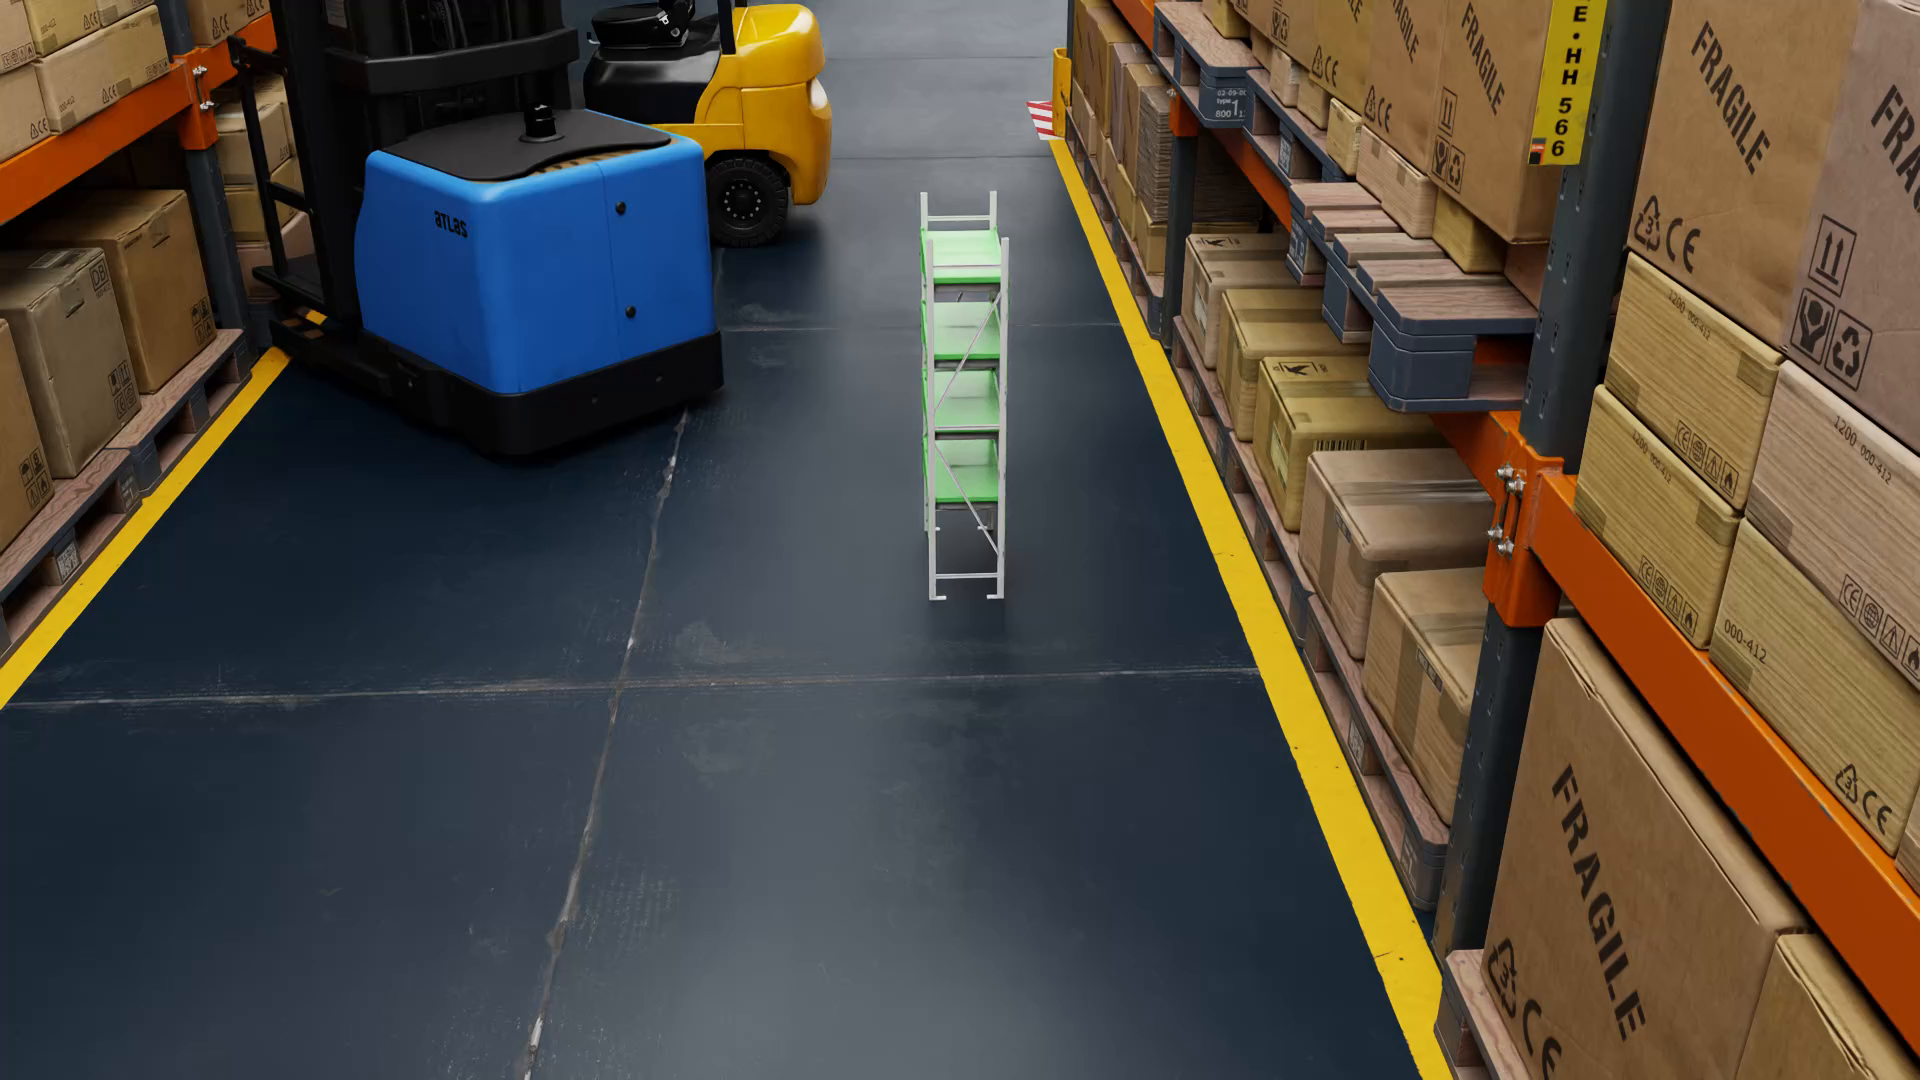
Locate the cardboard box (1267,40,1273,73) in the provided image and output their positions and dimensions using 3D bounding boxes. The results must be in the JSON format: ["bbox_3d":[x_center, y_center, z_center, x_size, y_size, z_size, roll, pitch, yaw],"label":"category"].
[{"bbox_3d":[1.192,-1.538,5.272,0.380,0.149,0.250,-1,28,-2],"label":"cardboard box"}]

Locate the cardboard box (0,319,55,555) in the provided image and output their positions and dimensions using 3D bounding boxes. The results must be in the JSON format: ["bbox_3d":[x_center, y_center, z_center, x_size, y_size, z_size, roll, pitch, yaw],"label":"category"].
[{"bbox_3d":[-3.444,-0.270,5.137,0.875,0.625,0.625,-2,28,-5],"label":"cardboard box"}]

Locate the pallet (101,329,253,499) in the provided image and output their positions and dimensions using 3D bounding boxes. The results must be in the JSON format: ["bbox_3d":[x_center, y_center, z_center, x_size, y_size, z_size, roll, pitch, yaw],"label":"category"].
[{"bbox_3d":[-3.479,-0.507,6.494,1.003,0.211,1.213,-1,28,-3],"label":"pallet"}]

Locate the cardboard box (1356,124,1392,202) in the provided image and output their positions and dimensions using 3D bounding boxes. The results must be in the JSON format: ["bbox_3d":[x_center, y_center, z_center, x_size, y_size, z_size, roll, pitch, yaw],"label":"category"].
[{"bbox_3d":[1.208,-0.931,4.109,0.380,0.149,0.250,-3,28,-5],"label":"cardboard box"}]

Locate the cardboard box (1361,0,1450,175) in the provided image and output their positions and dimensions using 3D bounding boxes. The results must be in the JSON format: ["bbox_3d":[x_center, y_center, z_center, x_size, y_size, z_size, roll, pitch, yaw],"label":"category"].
[{"bbox_3d":[1.270,-1.161,3.849,0.500,0.500,0.500,-2,28,-3],"label":"cardboard box"}]

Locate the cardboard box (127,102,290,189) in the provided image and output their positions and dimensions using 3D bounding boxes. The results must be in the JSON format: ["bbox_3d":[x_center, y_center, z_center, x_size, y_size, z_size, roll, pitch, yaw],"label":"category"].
[{"bbox_3d":[-3.268,-1.724,7.250,0.500,0.250,0.500,-2,28,-3],"label":"cardboard box"}]

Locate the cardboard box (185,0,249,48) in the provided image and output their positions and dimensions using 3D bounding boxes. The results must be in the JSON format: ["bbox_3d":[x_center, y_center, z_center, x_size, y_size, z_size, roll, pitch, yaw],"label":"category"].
[{"bbox_3d":[-3.319,-2.338,6.881,0.500,0.500,0.500,-2,28,-4],"label":"cardboard box"}]

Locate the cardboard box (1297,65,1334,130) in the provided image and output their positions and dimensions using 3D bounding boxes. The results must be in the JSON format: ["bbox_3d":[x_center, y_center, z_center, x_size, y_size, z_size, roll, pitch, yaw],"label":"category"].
[{"bbox_3d":[1.197,-1.291,4.799,0.380,0.149,0.250,-2,28,-4],"label":"cardboard box"}]

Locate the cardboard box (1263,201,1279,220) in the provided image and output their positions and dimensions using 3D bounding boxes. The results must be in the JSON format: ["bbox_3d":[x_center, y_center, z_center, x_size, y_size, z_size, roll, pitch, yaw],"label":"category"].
[{"bbox_3d":[1.639,-1.783,7.633,0.500,0.500,0.500,0,28,0],"label":"cardboard box"}]

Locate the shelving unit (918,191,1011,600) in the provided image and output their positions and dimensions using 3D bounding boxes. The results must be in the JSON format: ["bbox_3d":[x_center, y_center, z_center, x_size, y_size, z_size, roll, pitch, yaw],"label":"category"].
[{"bbox_3d":[0.009,-0.456,5.326,0.258,1.200,0.503,-1,28,-3],"label":"shelving unit"}]

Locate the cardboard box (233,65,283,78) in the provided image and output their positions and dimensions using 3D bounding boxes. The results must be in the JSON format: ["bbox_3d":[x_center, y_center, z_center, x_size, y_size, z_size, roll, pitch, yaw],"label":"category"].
[{"bbox_3d":[-3.322,-2.190,8.143,0.500,0.250,0.500,0,28,-1],"label":"cardboard box"}]

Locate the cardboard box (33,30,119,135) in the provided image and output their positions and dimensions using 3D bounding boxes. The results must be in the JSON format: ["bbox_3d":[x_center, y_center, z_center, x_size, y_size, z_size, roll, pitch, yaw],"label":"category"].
[{"bbox_3d":[-3.237,-1.558,5.655,0.500,0.250,0.500,-2,28,-3],"label":"cardboard box"}]

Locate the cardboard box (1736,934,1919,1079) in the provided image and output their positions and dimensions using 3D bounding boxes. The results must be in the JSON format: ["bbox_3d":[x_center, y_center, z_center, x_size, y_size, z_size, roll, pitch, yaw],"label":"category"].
[{"bbox_3d":[1.605,1.132,2.180,0.875,0.875,0.875,-1,28,-2],"label":"cardboard box"}]

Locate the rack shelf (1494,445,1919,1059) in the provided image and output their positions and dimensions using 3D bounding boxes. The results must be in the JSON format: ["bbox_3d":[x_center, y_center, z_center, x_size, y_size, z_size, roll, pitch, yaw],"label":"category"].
[{"bbox_3d":[1.714,0.886,1.586,1.077,0.370,4.000,-1,28,-3],"label":"rack shelf"}]

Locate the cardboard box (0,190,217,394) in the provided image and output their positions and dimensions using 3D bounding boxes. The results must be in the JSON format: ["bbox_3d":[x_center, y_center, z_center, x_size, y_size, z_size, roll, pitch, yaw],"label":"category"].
[{"bbox_3d":[-3.518,-0.975,6.490,0.875,0.625,0.625,0,28,0],"label":"cardboard box"}]

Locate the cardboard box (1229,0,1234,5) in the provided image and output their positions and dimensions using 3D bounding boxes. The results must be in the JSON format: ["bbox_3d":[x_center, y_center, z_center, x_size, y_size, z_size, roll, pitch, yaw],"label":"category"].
[{"bbox_3d":[1.165,-2.112,5.672,0.500,0.500,0.500,-1,28,-2],"label":"cardboard box"}]

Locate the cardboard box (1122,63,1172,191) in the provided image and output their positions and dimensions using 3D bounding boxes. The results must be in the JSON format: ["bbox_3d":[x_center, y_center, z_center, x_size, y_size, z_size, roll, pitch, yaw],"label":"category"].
[{"bbox_3d":[1.073,-2.005,8.060,0.500,0.500,0.500,-1,28,-2],"label":"cardboard box"}]

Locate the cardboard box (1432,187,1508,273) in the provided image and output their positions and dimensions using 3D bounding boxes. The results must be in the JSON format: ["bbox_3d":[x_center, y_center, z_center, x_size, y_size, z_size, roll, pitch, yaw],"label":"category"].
[{"bbox_3d":[1.271,-0.700,3.665,0.380,0.149,0.250,-1,28,-2],"label":"cardboard box"}]

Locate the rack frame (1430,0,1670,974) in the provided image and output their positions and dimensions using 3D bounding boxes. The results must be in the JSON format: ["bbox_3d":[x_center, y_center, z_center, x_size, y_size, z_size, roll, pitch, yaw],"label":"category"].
[{"bbox_3d":[1.609,-0.357,3.191,1.000,3.000,0.127,-1,28,-3],"label":"rack frame"}]

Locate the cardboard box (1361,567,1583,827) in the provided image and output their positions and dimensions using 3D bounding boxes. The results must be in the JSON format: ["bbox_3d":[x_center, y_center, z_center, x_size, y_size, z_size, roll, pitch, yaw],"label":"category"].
[{"bbox_3d":[1.590,0.361,4.202,0.950,0.372,0.625,-3,28,-6],"label":"cardboard box"}]

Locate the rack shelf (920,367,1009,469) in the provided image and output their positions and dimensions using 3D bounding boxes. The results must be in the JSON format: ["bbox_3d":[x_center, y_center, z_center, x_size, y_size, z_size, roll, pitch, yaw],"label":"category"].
[{"bbox_3d":[0.009,-0.399,5.356,0.258,0.148,0.480,-1,28,-3],"label":"rack shelf"}]

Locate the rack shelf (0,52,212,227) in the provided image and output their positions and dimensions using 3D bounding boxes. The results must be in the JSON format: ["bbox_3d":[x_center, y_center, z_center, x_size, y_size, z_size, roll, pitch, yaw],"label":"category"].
[{"bbox_3d":[-3.452,-0.840,4.895,1.077,0.370,4.000,-1,28,-3],"label":"rack shelf"}]

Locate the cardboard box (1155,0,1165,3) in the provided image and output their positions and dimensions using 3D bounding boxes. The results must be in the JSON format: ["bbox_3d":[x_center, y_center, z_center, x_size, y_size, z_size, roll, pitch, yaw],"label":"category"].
[{"bbox_3d":[1.059,-2.349,7.282,0.380,0.149,0.250,-1,28,-1],"label":"cardboard box"}]

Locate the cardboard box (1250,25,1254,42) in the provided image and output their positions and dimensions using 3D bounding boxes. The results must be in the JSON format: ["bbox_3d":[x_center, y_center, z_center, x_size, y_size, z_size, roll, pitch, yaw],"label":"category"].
[{"bbox_3d":[1.209,-1.772,5.721,0.380,0.149,0.250,0,28,1],"label":"cardboard box"}]

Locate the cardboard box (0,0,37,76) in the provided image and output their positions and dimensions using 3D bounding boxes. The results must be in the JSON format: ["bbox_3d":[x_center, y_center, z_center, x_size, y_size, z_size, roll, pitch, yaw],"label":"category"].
[{"bbox_3d":[-3.221,-1.544,5.087,0.500,0.250,0.500,-1,28,-2],"label":"cardboard box"}]

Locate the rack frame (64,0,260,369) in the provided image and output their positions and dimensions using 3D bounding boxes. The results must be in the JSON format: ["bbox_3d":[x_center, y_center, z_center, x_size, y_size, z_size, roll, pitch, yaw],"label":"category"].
[{"bbox_3d":[-3.556,-2.083,6.499,1.000,3.000,0.127,-1,28,-3],"label":"rack frame"}]

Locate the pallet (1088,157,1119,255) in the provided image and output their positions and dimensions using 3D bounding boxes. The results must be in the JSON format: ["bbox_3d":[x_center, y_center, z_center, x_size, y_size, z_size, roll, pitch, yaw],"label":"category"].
[{"bbox_3d":[1.263,-1.842,9.053,1.003,0.211,1.213,-1,28,-3],"label":"pallet"}]

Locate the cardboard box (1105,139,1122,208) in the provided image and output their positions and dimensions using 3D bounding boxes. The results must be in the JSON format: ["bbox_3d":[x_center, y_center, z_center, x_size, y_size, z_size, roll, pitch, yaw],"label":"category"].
[{"bbox_3d":[1.041,-1.918,8.704,0.500,0.250,0.500,-1,28,-2],"label":"cardboard box"}]

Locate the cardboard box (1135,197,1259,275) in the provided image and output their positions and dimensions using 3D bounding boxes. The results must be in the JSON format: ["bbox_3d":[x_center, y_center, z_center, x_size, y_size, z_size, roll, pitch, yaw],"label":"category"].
[{"bbox_3d":[1.101,-1.438,7.782,0.500,0.250,0.500,0,28,0],"label":"cardboard box"}]

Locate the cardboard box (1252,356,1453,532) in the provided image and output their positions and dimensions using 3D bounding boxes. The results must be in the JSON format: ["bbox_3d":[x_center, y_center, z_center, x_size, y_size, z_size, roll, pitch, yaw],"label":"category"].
[{"bbox_3d":[1.509,-0.330,5.527,0.950,0.372,0.625,0,28,-1],"label":"cardboard box"}]

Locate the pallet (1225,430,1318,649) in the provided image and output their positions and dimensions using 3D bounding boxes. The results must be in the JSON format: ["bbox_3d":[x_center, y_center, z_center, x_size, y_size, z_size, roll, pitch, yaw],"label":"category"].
[{"bbox_3d":[1.509,-0.044,5.605,1.003,0.211,1.213,-1,28,-3],"label":"pallet"}]

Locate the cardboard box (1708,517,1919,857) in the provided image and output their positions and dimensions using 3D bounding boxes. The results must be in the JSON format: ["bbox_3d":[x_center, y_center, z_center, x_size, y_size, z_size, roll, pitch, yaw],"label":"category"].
[{"bbox_3d":[1.428,0.178,2.327,0.500,0.250,0.500,-2,28,-4],"label":"cardboard box"}]

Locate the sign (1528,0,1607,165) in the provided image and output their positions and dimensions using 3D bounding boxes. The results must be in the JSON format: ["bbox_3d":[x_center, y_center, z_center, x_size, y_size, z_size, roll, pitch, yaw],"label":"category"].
[{"bbox_3d":[1.068,-0.818,2.908,0.100,0.325,0.005,-1,28,-3],"label":"sign"}]

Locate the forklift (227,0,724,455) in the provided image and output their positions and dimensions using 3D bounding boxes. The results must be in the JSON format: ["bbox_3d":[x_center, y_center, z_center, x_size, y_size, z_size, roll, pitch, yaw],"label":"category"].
[{"bbox_3d":[-2.375,-2.192,6.784,3.031,2.935,1.130,24,36,38],"label":"forklift"}]

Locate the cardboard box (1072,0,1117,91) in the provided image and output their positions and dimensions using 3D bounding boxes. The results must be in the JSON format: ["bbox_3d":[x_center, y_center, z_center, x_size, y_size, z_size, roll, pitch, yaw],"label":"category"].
[{"bbox_3d":[0.959,-2.961,9.892,0.500,0.500,0.500,-2,28,-4],"label":"cardboard box"}]

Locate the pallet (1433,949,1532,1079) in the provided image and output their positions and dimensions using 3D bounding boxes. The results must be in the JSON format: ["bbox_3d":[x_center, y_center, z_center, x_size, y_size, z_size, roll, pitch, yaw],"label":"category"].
[{"bbox_3d":[1.575,1.245,3.134,1.003,0.211,1.213,-1,28,-3],"label":"pallet"}]

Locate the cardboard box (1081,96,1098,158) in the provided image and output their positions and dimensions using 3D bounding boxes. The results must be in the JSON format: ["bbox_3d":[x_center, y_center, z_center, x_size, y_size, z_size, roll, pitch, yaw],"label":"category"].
[{"bbox_3d":[0.976,-2.403,9.634,0.500,0.250,0.500,0,28,-1],"label":"cardboard box"}]

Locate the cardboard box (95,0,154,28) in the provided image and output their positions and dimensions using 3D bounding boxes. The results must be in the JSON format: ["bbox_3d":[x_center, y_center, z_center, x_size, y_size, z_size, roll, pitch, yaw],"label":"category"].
[{"bbox_3d":[-3.275,-2.017,5.996,0.500,0.250,0.500,-2,28,-4],"label":"cardboard box"}]

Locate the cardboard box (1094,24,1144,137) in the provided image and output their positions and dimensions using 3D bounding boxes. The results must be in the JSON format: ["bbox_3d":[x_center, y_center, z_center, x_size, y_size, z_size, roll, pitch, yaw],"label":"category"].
[{"bbox_3d":[1.009,-2.488,8.984,0.500,0.500,0.500,-1,28,-2],"label":"cardboard box"}]

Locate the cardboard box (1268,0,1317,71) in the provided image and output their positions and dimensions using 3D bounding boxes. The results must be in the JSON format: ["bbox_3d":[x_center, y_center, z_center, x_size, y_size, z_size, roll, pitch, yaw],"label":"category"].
[{"bbox_3d":[1.215,-1.646,4.779,0.500,0.500,0.500,-2,28,-5],"label":"cardboard box"}]

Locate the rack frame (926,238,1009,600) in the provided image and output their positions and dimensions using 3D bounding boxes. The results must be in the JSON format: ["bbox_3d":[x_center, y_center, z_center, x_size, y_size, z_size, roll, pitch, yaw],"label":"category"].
[{"bbox_3d":[0.021,-0.343,5.110,0.240,1.200,0.015,-1,28,-3],"label":"rack frame"}]

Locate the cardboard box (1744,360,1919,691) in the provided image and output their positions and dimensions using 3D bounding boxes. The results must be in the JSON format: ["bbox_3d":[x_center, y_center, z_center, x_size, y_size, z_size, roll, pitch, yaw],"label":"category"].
[{"bbox_3d":[1.415,-0.033,2.192,0.500,0.250,0.500,-1,28,-1],"label":"cardboard box"}]

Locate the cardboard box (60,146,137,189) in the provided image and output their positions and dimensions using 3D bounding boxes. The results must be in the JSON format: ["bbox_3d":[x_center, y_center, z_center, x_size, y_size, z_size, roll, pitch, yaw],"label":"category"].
[{"bbox_3d":[-3.775,-1.716,7.234,0.500,0.250,0.500,-1,28,-2],"label":"cardboard box"}]

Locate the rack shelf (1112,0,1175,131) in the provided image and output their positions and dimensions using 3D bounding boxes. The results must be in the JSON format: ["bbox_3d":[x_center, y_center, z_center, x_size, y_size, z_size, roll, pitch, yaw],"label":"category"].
[{"bbox_3d":[1.296,-2.809,8.670,1.077,0.370,4.000,-1,28,-3],"label":"rack shelf"}]

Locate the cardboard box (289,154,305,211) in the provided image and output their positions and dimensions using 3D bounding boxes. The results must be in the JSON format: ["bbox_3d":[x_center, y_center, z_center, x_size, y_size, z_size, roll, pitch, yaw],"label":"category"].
[{"bbox_3d":[-3.302,-1.735,7.811,0.500,0.250,0.500,-2,28,-3],"label":"cardboard box"}]

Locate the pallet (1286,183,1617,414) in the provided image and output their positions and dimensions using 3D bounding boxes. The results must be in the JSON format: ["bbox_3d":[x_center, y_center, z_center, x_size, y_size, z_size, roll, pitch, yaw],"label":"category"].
[{"bbox_3d":[1.466,-0.598,3.861,1.213,0.211,1.003,-1,28,-3],"label":"pallet"}]

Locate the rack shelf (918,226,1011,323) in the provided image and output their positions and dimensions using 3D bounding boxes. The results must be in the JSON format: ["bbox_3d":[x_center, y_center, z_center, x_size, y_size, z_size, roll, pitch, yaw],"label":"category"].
[{"bbox_3d":[0.009,-0.824,5.134,0.258,0.148,0.480,-1,28,-3],"label":"rack shelf"}]

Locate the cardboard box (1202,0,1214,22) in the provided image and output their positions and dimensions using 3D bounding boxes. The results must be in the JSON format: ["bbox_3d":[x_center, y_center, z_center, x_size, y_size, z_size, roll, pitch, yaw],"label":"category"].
[{"bbox_3d":[1.114,-2.016,6.190,0.380,0.149,0.250,-1,28,-2],"label":"cardboard box"}]

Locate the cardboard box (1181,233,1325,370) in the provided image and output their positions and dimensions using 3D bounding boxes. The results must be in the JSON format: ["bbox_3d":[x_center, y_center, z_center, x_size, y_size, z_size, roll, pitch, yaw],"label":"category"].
[{"bbox_3d":[1.430,-0.983,6.779,0.950,0.372,0.625,-1,28,-2],"label":"cardboard box"}]

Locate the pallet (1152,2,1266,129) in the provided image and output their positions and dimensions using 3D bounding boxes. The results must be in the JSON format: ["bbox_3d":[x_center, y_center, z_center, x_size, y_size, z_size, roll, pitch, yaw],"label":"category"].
[{"bbox_3d":[1.295,-1.763,6.093,1.003,0.211,1.213,-1,28,-3],"label":"pallet"}]

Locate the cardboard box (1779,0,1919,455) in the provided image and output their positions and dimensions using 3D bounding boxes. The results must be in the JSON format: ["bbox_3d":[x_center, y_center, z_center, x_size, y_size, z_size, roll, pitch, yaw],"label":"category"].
[{"bbox_3d":[1.426,-0.382,2.050,0.500,0.500,0.500,-1,28,-2],"label":"cardboard box"}]

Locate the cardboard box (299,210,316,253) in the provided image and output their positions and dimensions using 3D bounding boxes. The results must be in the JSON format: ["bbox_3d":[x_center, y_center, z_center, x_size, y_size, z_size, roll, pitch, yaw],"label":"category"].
[{"bbox_3d":[-3.293,-1.515,7.931,0.500,0.250,0.500,-2,28,-4],"label":"cardboard box"}]
